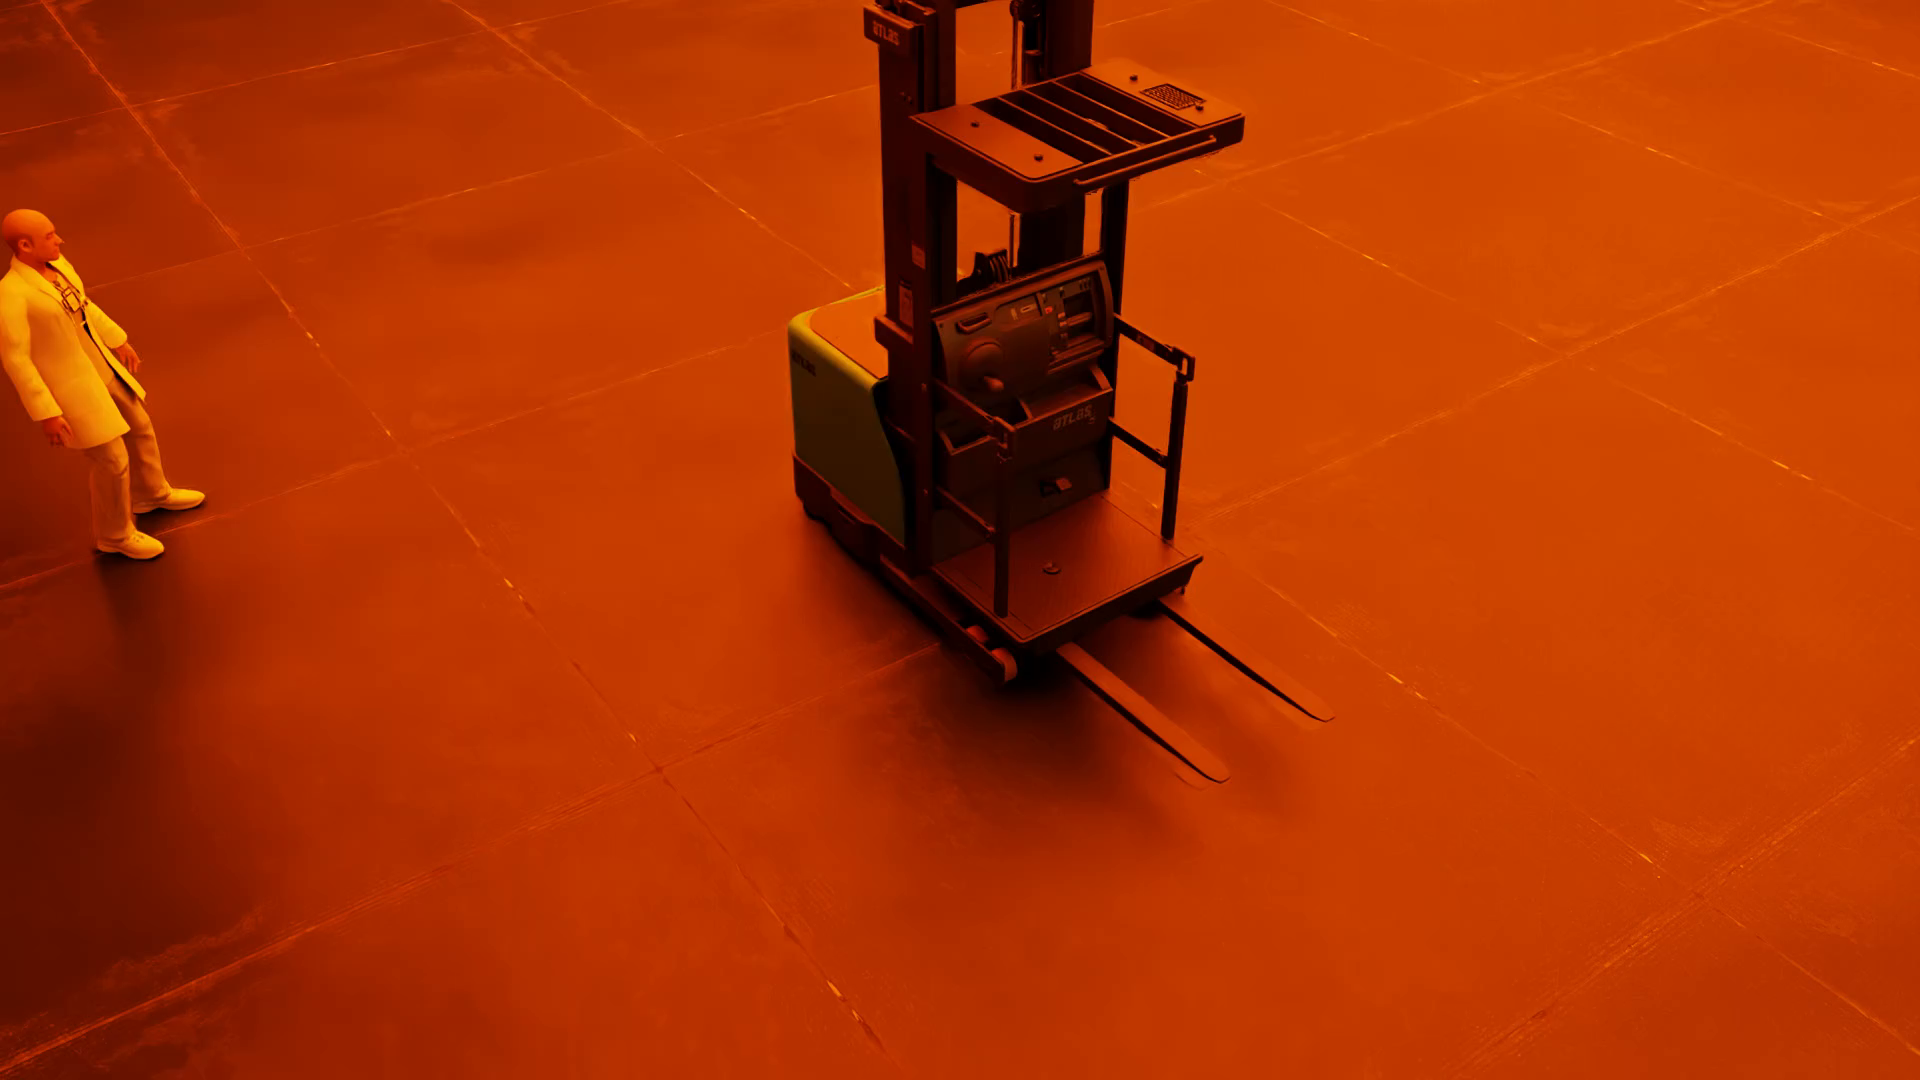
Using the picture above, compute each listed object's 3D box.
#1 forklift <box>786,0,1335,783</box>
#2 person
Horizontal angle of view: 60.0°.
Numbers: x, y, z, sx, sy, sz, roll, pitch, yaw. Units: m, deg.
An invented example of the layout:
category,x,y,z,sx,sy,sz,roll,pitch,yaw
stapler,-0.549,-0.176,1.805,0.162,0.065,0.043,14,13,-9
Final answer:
category,x,y,z,sx,sy,sz,roll,pitch,yaw
forklift,0.419,-0.860,7.108,1.130,2.935,3.031,-24,43,-29
person,-4.144,-0.753,7.941,0.442,1.770,0.767,-1,36,-1
